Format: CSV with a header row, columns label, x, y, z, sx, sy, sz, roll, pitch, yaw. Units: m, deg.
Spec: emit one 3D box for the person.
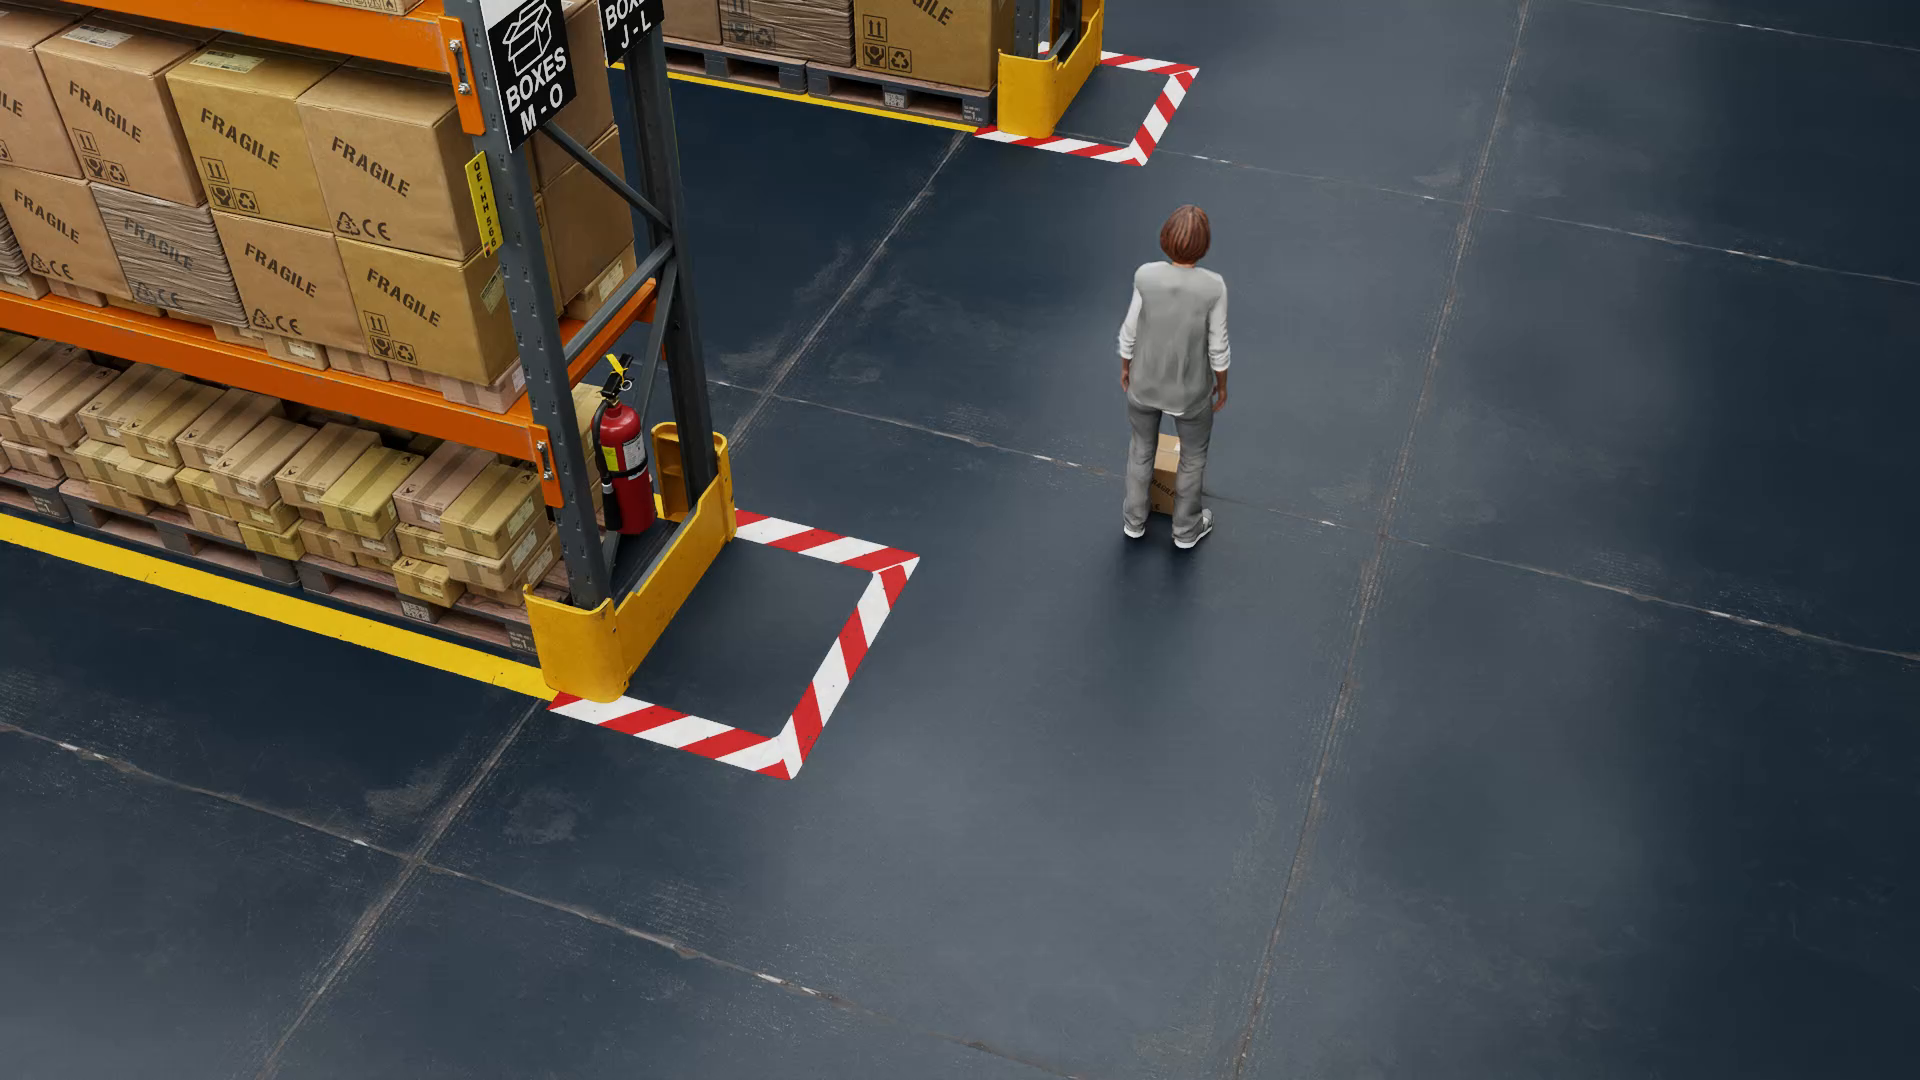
label,x,y,z,sx,sy,sz,roll,pitch,yaw
person,0.875,-0.636,6.871,0.460,1.593,0.344,14,44,15
